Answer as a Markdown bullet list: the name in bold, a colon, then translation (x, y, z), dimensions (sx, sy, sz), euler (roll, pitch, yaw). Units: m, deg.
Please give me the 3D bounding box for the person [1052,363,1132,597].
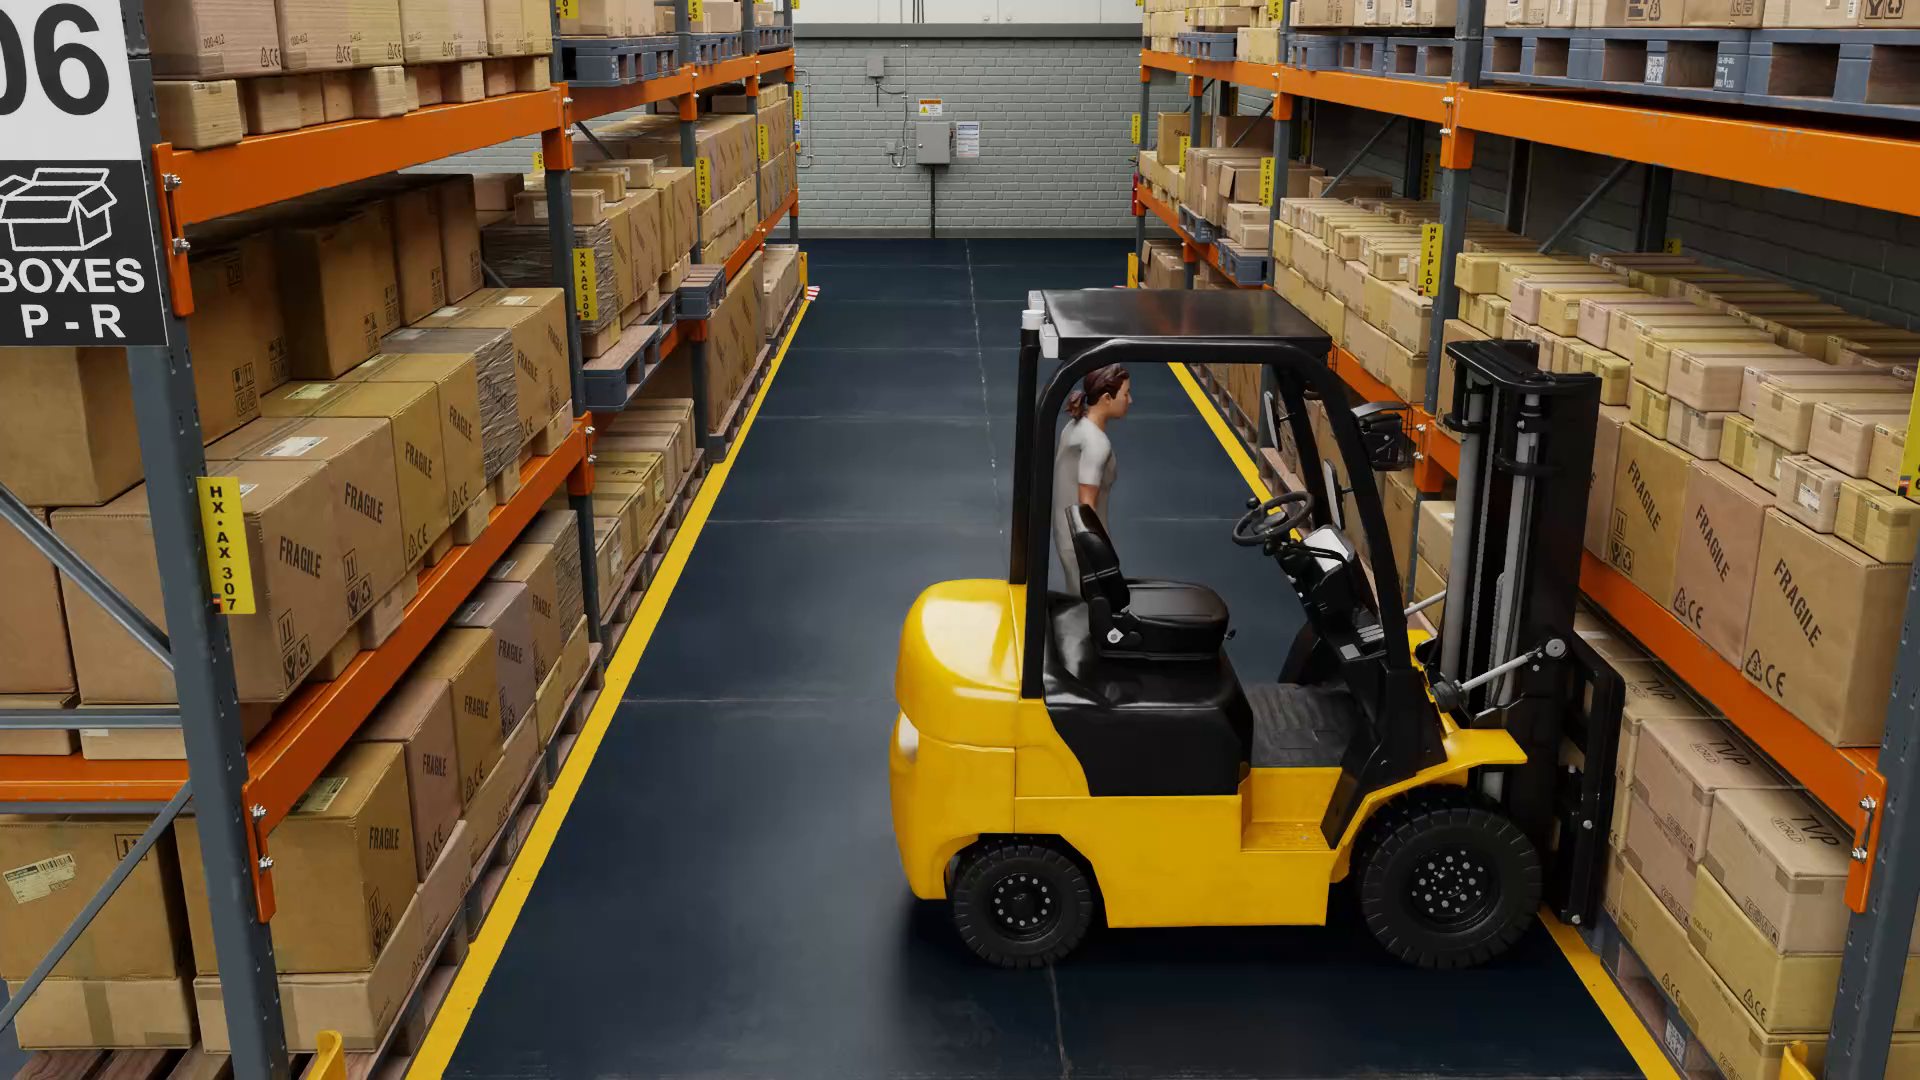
- **person**: translation (0.591, 0.024, 7.469), dimensions (0.357, 1.673, 0.486), euler (0, 17, 0)
